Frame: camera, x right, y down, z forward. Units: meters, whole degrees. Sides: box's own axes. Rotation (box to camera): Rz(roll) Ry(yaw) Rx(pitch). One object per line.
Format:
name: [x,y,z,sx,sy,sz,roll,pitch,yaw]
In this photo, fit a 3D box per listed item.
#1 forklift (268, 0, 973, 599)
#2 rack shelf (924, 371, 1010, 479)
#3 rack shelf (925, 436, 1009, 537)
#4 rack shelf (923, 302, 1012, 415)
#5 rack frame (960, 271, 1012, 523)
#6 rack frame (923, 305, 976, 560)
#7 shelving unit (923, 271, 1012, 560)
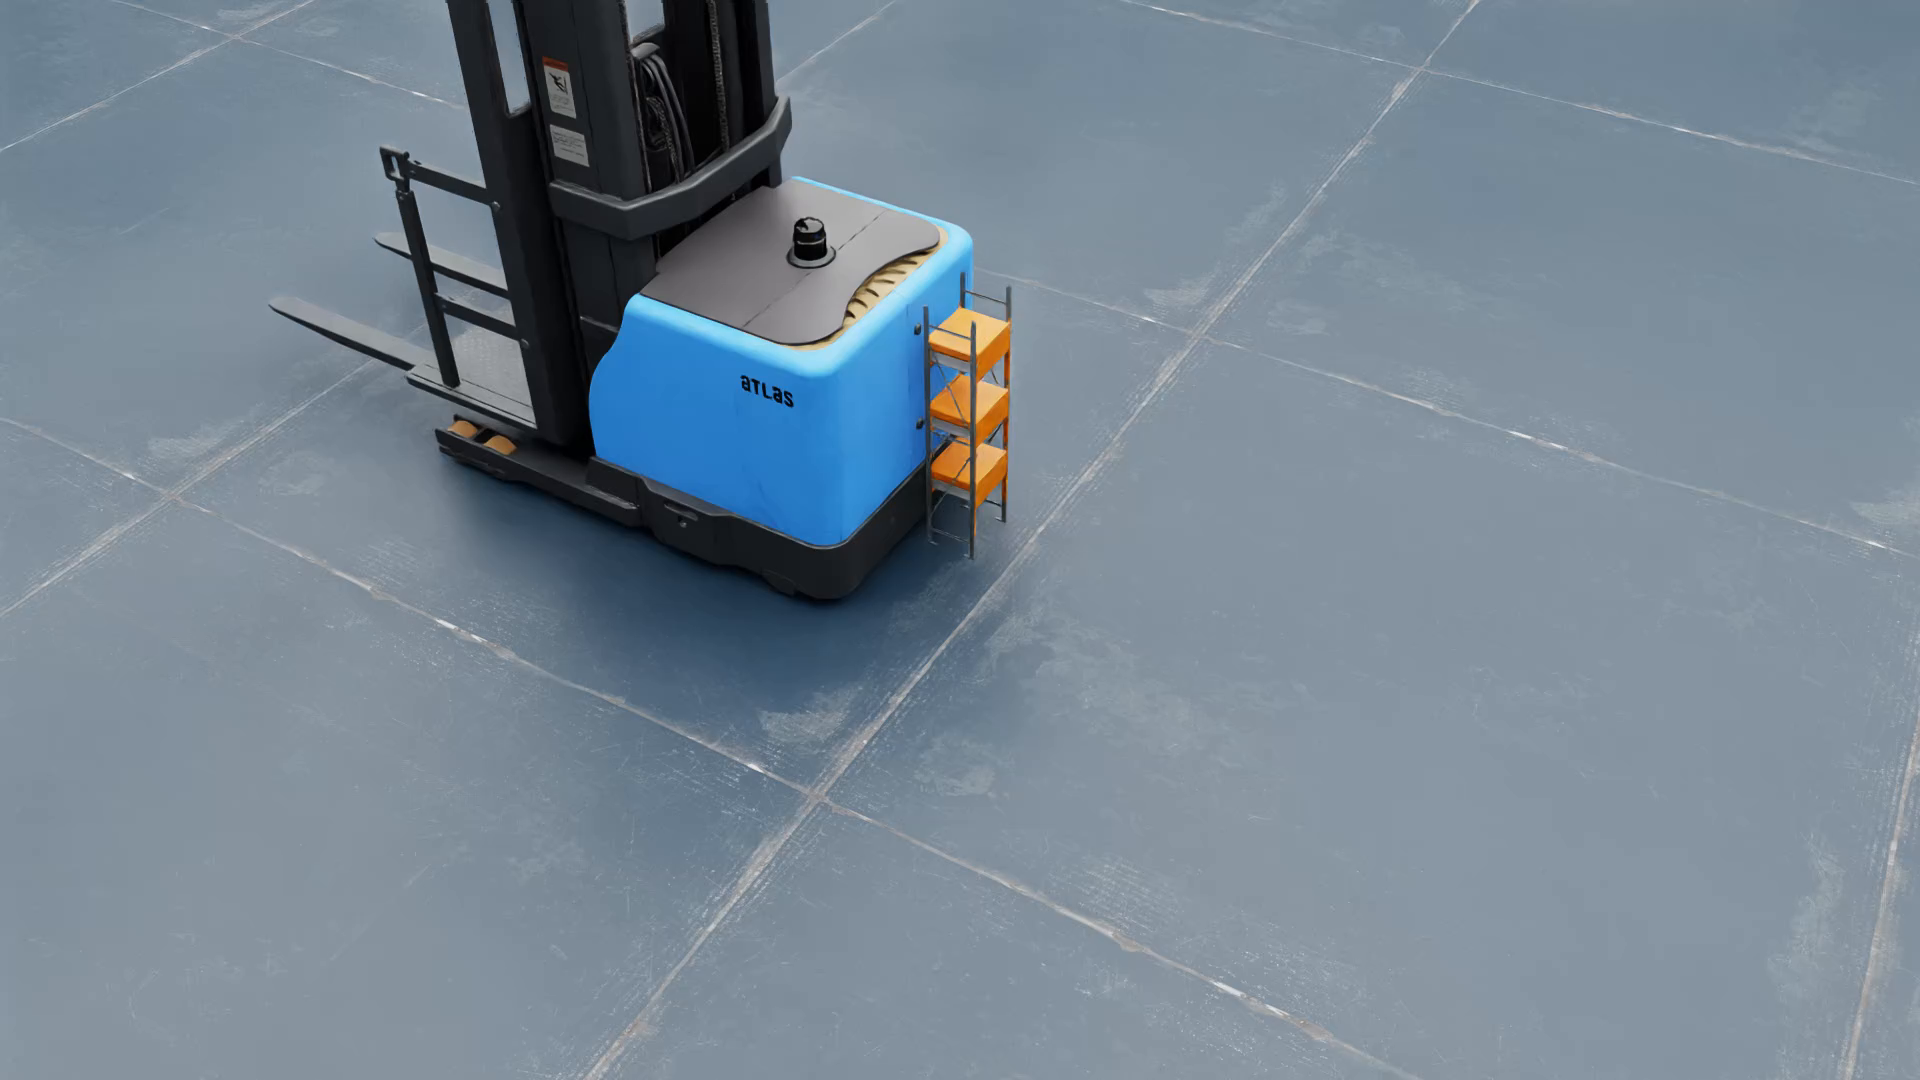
forklift: [-1.469,-1.618,5.870,3.031,2.935,1.130,21,46,23]
rack shelf: [0.027,-0.417,5.945,0.215,0.259,0.240,21,45,22]
rack shelf: [0.027,-0.208,6.128,0.215,0.259,0.240,21,45,22]
rack shelf: [0.027,-0.630,5.757,0.215,0.259,0.240,21,45,22]
rack frame: [0.088,-0.494,6.017,0.200,1.050,0.008,21,45,22]
rack frame: [-0.034,-0.355,5.859,0.200,1.050,0.008,21,45,22]
shelving unit: [0.027,-0.425,5.938,0.215,1.050,0.252,21,45,22]
